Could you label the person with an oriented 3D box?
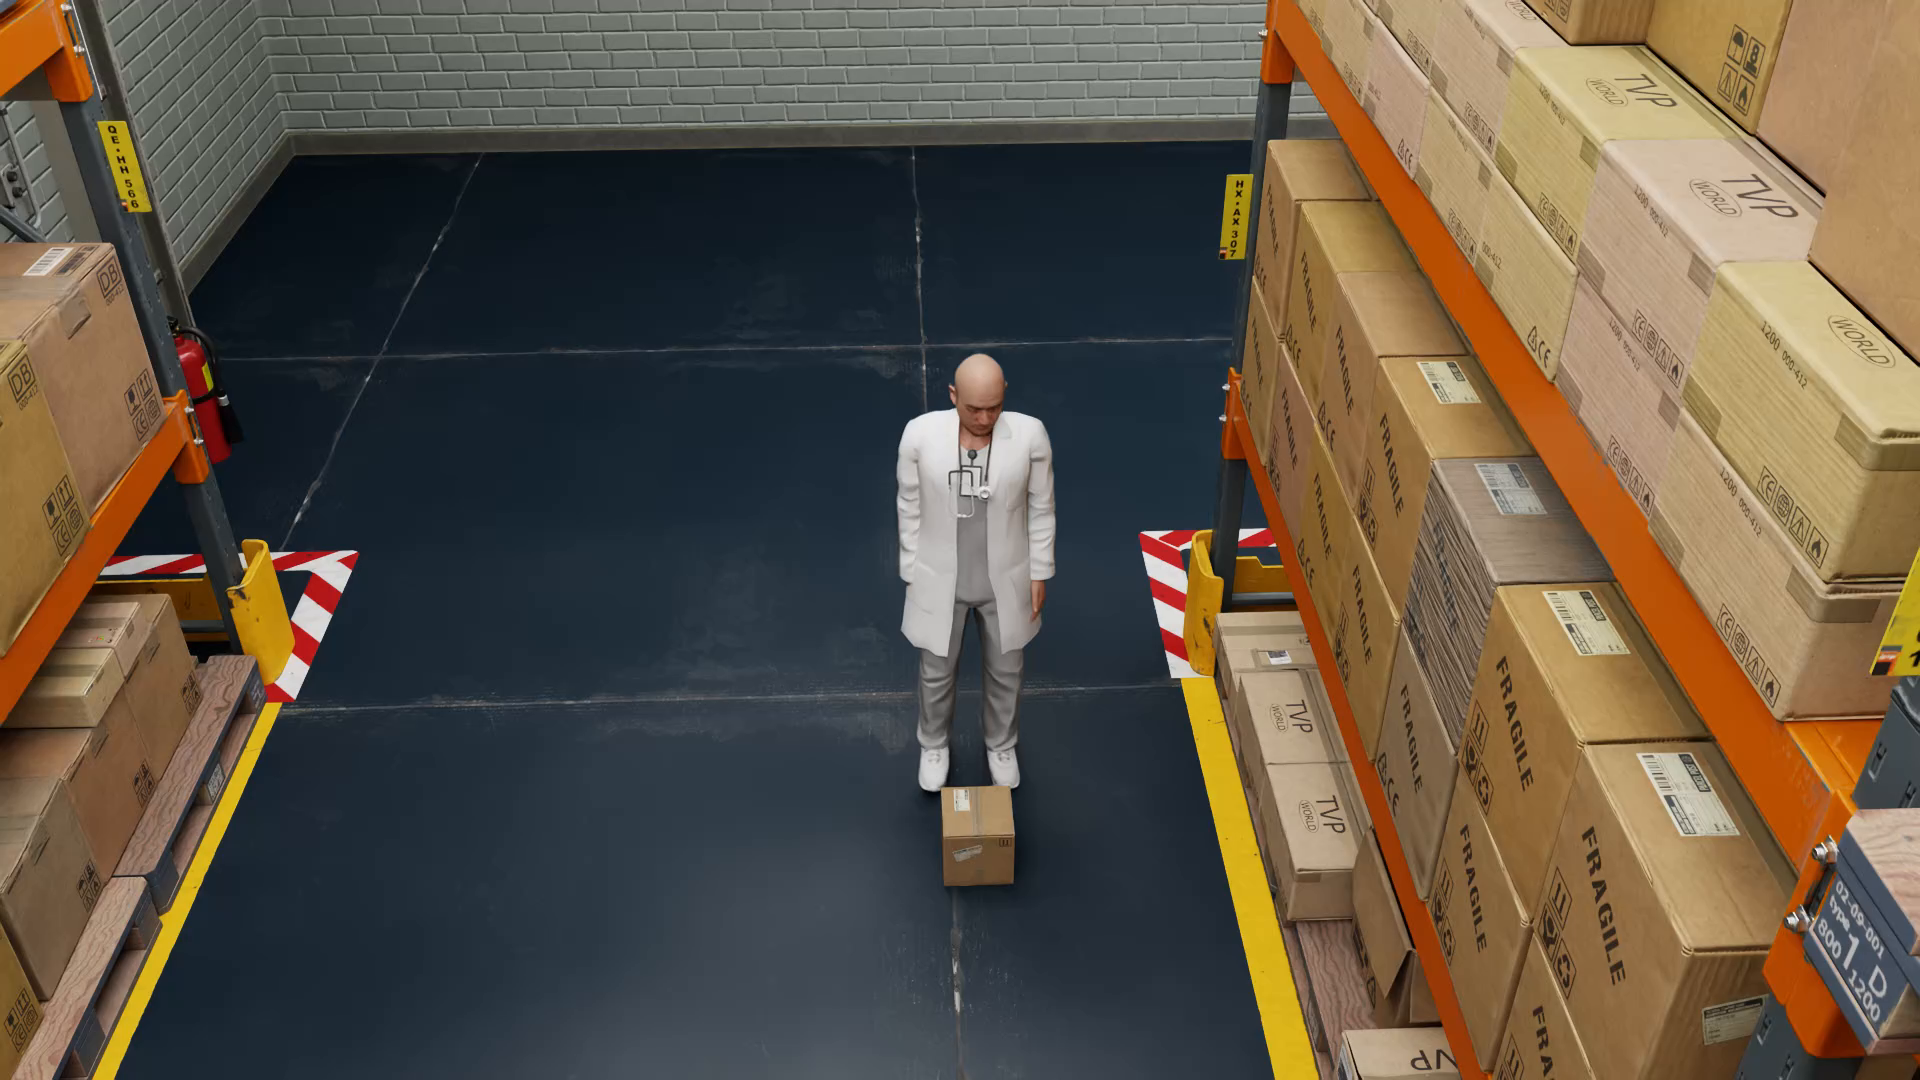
[{"bbox_3d":[0.061,0.142,5.960,0.563,1.774,0.377,-1,35,-1],"label":"person"}]
